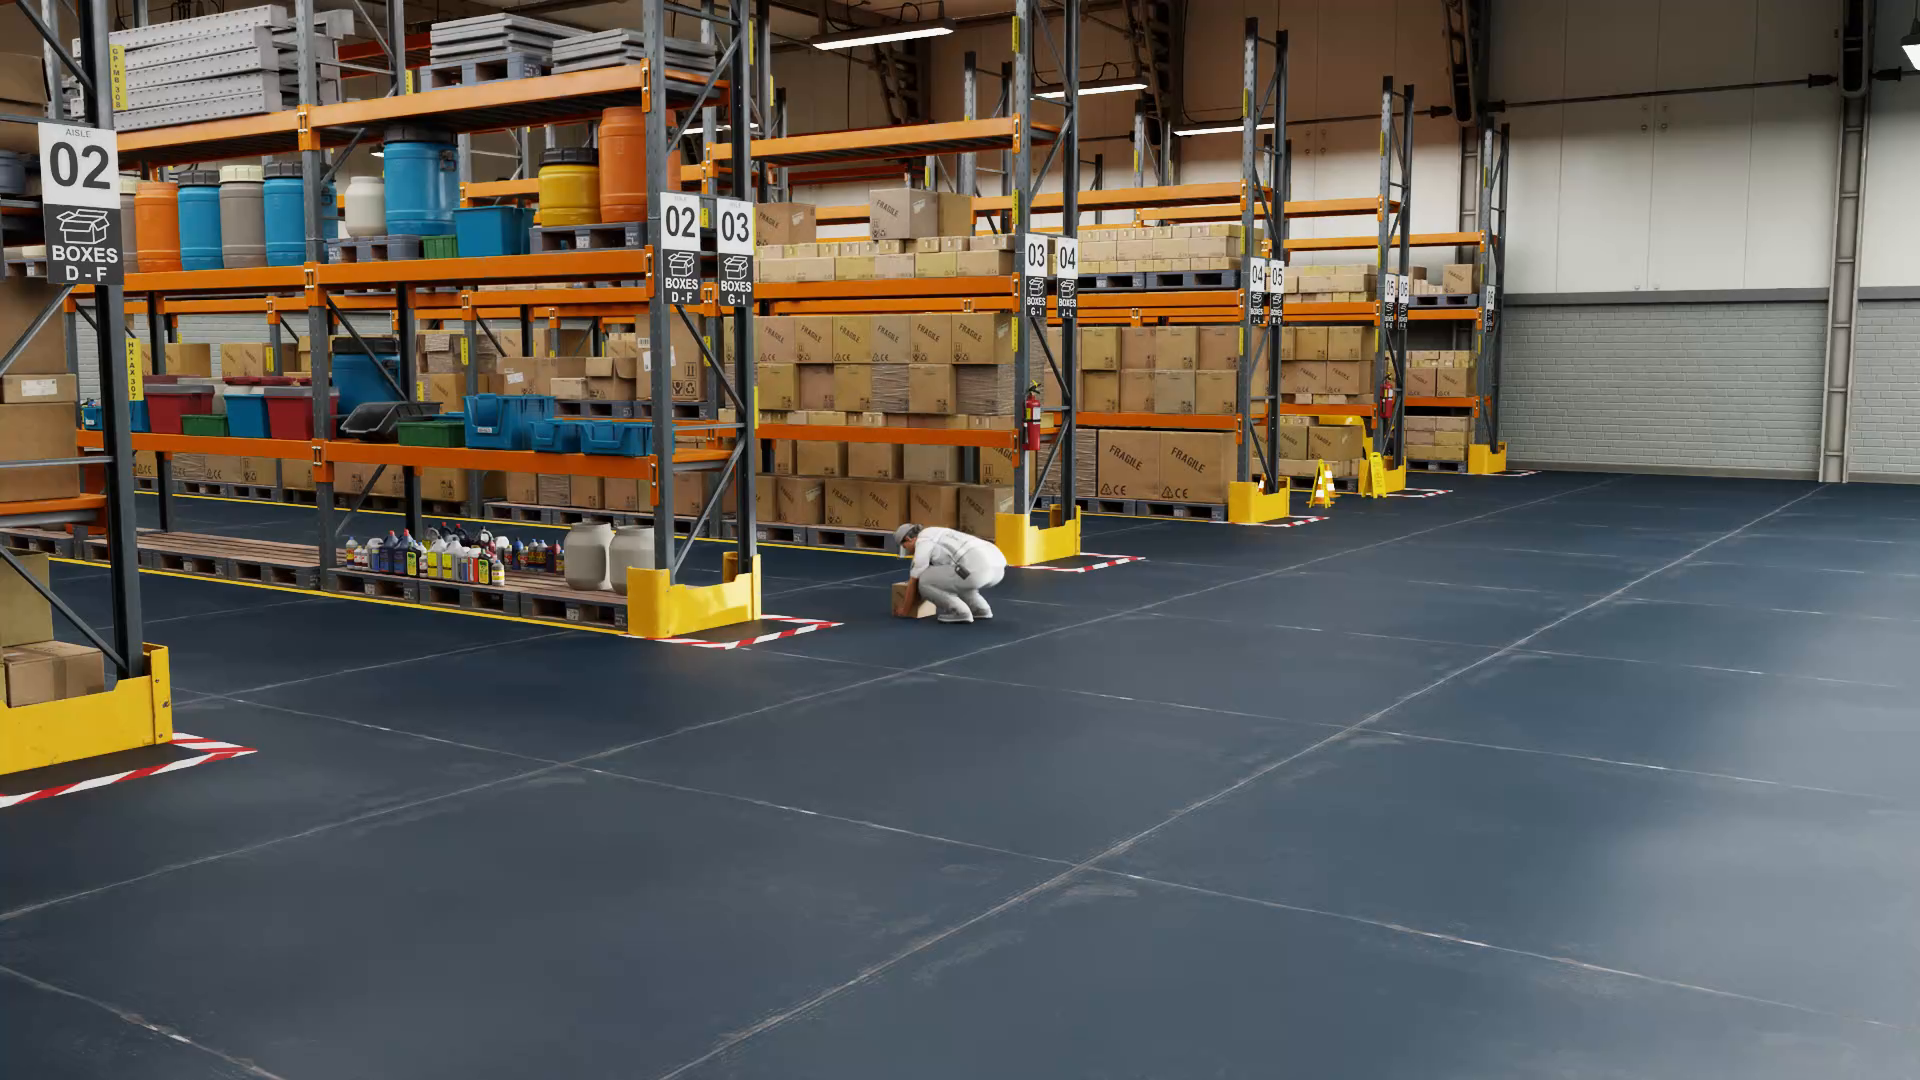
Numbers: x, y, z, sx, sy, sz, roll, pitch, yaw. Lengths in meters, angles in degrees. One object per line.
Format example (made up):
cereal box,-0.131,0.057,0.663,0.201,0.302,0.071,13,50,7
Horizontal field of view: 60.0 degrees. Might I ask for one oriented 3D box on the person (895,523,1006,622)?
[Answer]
person,-0.093,0.284,12.942,0.907,0.798,0.522,4,8,33
